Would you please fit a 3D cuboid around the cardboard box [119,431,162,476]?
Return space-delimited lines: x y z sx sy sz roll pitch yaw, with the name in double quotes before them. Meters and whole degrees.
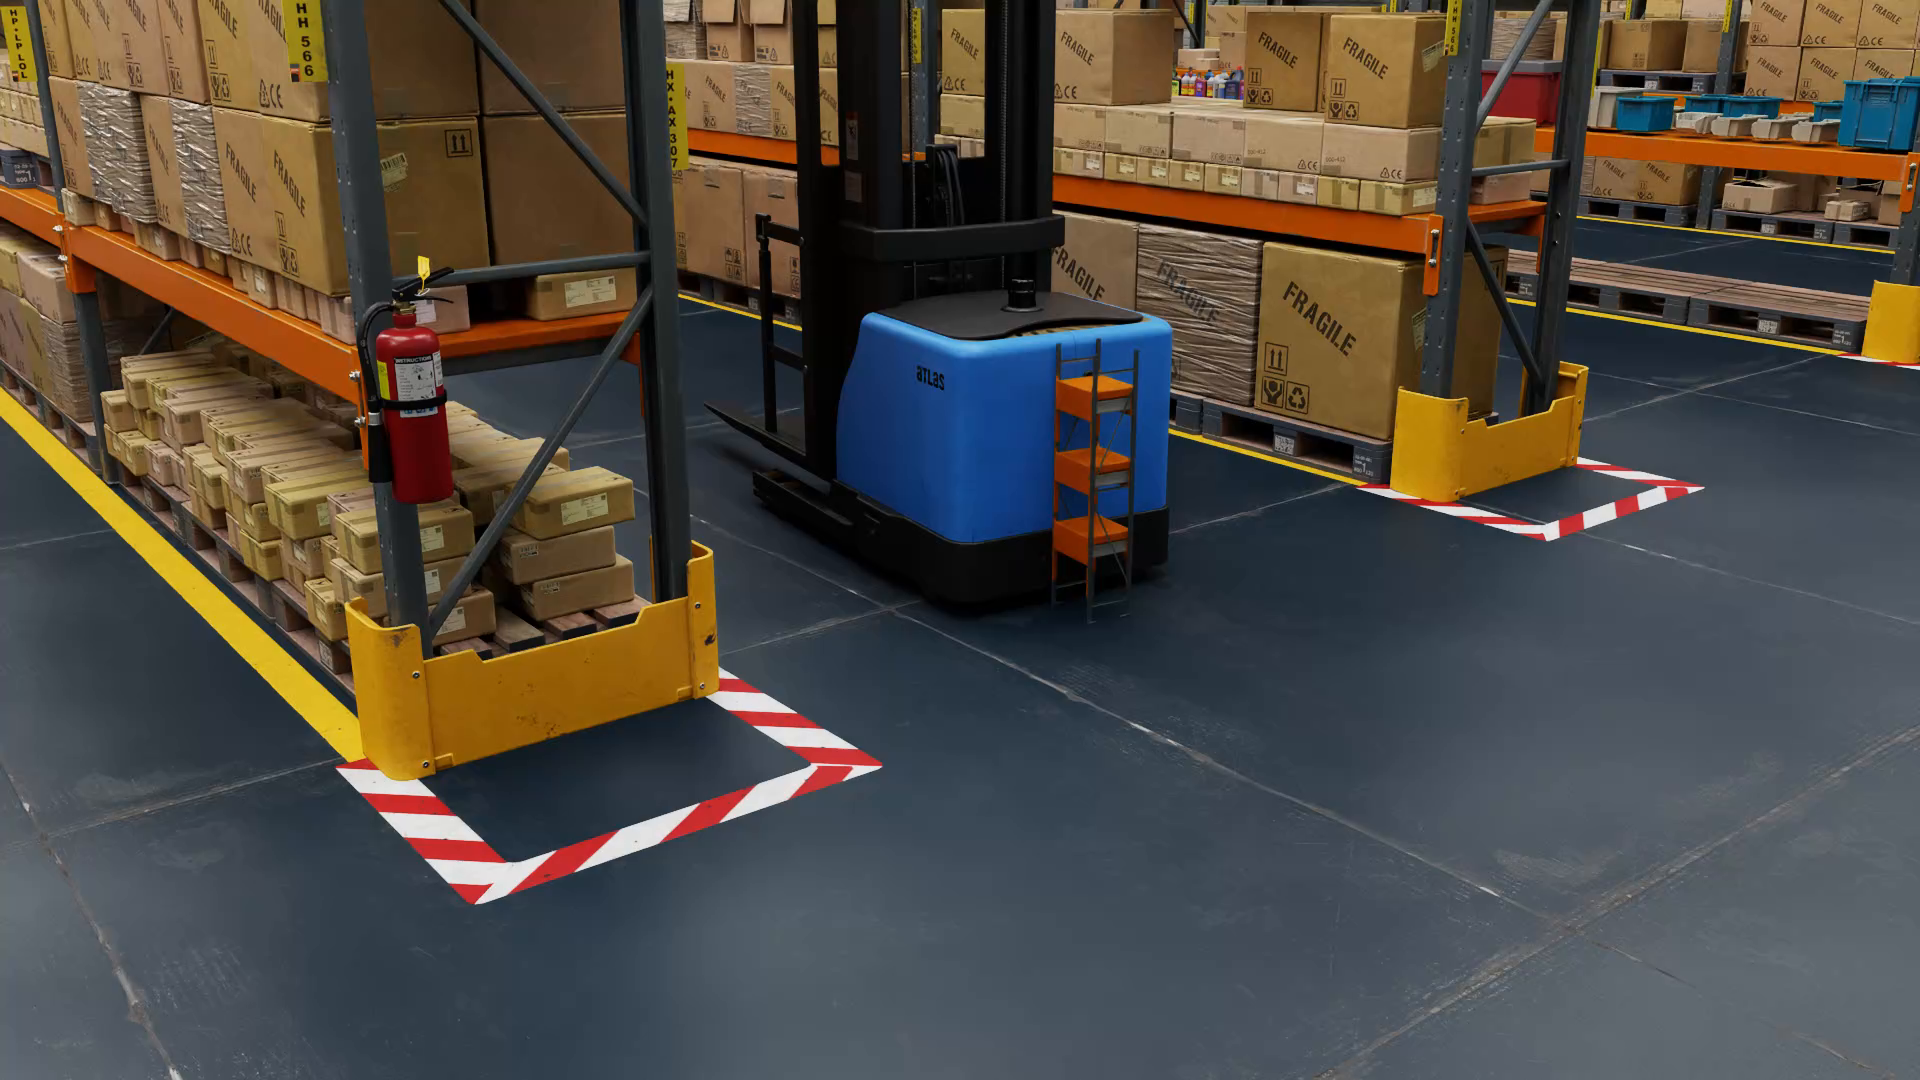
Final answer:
"cardboard box" -3.673 -0.424 7.739 0.380 0.149 0.250 -13 22 -35

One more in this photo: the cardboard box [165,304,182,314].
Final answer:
"cardboard box" -4.064 -1.399 8.930 0.500 0.250 0.500 -15 24 -38

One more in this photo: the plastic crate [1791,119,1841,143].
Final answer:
"plastic crate" 5.856 -2.789 11.339 0.396 0.136 0.243 -14 23 -36

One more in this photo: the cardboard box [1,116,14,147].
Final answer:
"cardboard box" -5.026 -2.256 9.135 0.380 0.149 0.250 -13 22 -34

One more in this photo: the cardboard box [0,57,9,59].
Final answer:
"cardboard box" -5.192 -2.607 9.249 0.380 0.149 0.250 -14 23 -37

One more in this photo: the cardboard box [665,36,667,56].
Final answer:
"cardboard box" -2.712 -4.097 14.137 0.500 0.500 0.500 17 25 42

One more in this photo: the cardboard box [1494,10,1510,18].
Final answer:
"cardboard box" 7.884 -7.440 24.200 0.700 0.500 0.500 -10 21 -29

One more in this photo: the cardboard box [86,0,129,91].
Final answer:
"cardboard box" -3.101 -2.046 6.546 0.500 0.500 0.500 -14 23 -35

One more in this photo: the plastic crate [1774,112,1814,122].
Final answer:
"plastic crate" 6.054 -3.011 12.008 0.250 0.136 0.298 -14 23 -36

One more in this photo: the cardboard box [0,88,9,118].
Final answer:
"cardboard box" -5.036 -2.401 9.101 0.380 0.149 0.250 -14 23 -36

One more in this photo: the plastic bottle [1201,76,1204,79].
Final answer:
"plastic bottle" 2.384 -4.468 16.401 0.097 0.201 0.097 0 18 0

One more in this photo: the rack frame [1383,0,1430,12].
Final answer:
"rack frame" 6.820 -7.611 25.576 1.000 3.000 0.127 -14 23 -36

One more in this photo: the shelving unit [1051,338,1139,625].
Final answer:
"shelving unit" 0.512 -0.223 6.366 0.215 1.050 0.252 -10 21 -29

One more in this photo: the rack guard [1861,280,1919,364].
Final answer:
"rack guard" 6.529 -1.530 11.189 1.175 0.500 0.348 -14 23 -36

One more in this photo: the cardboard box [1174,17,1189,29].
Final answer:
"cardboard box" 2.924 -7.103 22.850 0.380 0.149 0.250 -14 23 -36

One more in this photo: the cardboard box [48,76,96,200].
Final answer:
"cardboard box" -3.703 -1.814 7.436 0.500 0.500 0.500 -14 23 -37

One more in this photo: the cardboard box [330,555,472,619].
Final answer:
"cardboard box" -1.881 0.128 5.599 0.380 0.149 0.250 -15 23 -38

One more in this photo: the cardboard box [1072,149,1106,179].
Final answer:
"cardboard box" 0.866 -2.163 9.523 0.380 0.149 0.250 -14 23 -35

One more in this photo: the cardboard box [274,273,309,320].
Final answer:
"cardboard box" -2.046 -0.844 5.539 0.380 0.149 0.250 -14 23 -37

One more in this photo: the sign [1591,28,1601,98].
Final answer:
"sign" 3.060 -2.309 8.061 0.100 0.325 0.005 -14 23 -36

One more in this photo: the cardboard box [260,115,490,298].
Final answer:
"cardboard box" -1.810 -1.060 5.159 0.500 0.500 0.500 -13 23 -35

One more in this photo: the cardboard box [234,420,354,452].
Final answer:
"cardboard box" -2.626 -0.350 6.569 0.380 0.149 0.250 -15 23 -38

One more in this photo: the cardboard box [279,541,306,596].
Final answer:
"cardboard box" -2.319 0.071 6.245 0.380 0.149 0.250 -14 23 -36

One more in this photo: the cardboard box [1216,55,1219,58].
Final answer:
"cardboard box" 3.629 -6.399 22.128 0.396 0.266 0.258 -15 23 -37

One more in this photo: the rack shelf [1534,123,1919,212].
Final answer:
"rack shelf" 5.263 -2.872 12.408 1.077 0.370 4.000 -14 23 -36

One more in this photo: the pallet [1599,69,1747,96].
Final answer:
"pallet" 7.495 -4.799 17.389 1.003 0.211 1.213 -14 23 -36

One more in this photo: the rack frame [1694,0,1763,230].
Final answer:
"rack frame" 7.906 -4.672 16.700 1.000 3.000 0.127 -14 23 -36

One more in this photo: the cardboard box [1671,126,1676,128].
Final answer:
"cardboard box" 9.657 -5.597 22.246 0.750 0.750 0.750 -14 23 -37

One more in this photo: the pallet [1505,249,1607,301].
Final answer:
"pallet" 4.508 -2.209 13.697 1.003 0.211 1.213 -14 23 -36

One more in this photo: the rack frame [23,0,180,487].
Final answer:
"rack frame" -3.813 -1.796 8.015 1.000 3.000 0.127 -14 23 -36

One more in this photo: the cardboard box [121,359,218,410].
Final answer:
"cardboard box" -3.637 -0.720 7.686 0.380 0.149 0.250 -13 22 -33

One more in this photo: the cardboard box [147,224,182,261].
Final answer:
"cardboard box" -3.038 -1.228 6.700 0.380 0.149 0.250 -13 22 -34

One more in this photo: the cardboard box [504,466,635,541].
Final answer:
"cardboard box" -1.388 -0.134 5.917 0.380 0.149 0.250 -15 24 -39

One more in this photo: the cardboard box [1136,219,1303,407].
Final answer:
"cardboard box" 1.597 -1.311 9.261 0.875 0.875 0.875 -14 23 -36

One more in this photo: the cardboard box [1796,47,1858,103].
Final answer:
"cardboard box" 8.329 -4.415 15.765 0.500 0.500 0.500 -13 23 -35

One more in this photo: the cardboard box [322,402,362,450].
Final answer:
"cardboard box" -2.452 -0.498 7.016 0.380 0.149 0.250 -14 23 -36

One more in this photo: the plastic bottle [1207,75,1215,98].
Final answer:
"plastic bottle" 2.320 -4.142 15.305 0.097 0.271 0.097 0 18 0

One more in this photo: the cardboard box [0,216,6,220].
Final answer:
"cardboard box" -6.058 -1.933 10.545 0.500 0.250 0.500 -15 24 -39

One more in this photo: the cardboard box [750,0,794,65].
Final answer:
"cardboard box" -1.080 -3.740 12.132 0.797 0.503 0.637 -13 22 -34

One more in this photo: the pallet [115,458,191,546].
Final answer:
"pallet" -3.368 -0.314 7.975 1.003 0.211 1.213 -14 23 -36

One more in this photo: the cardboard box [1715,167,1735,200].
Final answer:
"cardboard box" 7.797 -3.861 17.527 0.500 0.500 0.500 -15 24 -39

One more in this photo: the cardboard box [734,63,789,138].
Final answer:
"cardboard box" -1.305 -3.224 12.168 0.500 0.500 0.500 -14 23 -36

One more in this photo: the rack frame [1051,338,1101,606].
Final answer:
"rack frame" 0.450 -0.256 6.466 0.200 1.050 0.008 -10 21 -29

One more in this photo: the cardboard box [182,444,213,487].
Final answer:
"cardboard box" -3.007 -0.320 6.951 0.380 0.149 0.250 -14 23 -37

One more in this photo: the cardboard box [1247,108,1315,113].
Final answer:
"cardboard box" 1.898 -2.246 9.139 0.500 0.250 0.500 -15 23 -38

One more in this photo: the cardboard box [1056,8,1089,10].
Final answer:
"cardboard box" 0.633 -3.104 10.538 0.500 0.500 0.500 -13 22 -35

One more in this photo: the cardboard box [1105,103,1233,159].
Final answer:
"cardboard box" 1.155 -2.269 9.210 0.500 0.250 0.500 -14 23 -36

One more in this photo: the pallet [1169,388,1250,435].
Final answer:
"pallet" 1.311 -0.912 9.782 1.003 0.211 1.213 -14 23 -36

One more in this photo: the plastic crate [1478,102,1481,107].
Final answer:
"plastic crate" 4.198 -3.467 13.384 0.396 0.136 0.243 -14 23 -36

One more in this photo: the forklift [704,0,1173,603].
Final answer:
"forklift" -0.318 -1.562 7.418 1.130 2.935 3.031 -10 21 -29

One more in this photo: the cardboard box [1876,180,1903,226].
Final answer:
"cardboard box" 9.076 -3.234 15.628 0.797 0.503 0.637 -14 23 -36

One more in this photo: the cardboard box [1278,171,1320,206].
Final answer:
"cardboard box" 1.824 -1.784 8.378 0.380 0.149 0.250 -14 23 -36

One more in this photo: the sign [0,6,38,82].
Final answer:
"sign" -4.246 -2.237 7.504 0.100 0.325 0.005 -14 23 -36

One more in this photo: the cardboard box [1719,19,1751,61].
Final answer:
"cardboard box" 10.029 -6.401 21.256 0.500 0.500 0.500 -14 23 -36

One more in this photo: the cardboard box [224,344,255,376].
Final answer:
"cardboard box" -3.388 -0.888 8.193 0.380 0.149 0.250 -13 22 -35

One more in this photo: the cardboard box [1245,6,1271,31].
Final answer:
"cardboard box" 5.012 -8.462 27.161 0.500 0.500 0.500 -15 23 -38
